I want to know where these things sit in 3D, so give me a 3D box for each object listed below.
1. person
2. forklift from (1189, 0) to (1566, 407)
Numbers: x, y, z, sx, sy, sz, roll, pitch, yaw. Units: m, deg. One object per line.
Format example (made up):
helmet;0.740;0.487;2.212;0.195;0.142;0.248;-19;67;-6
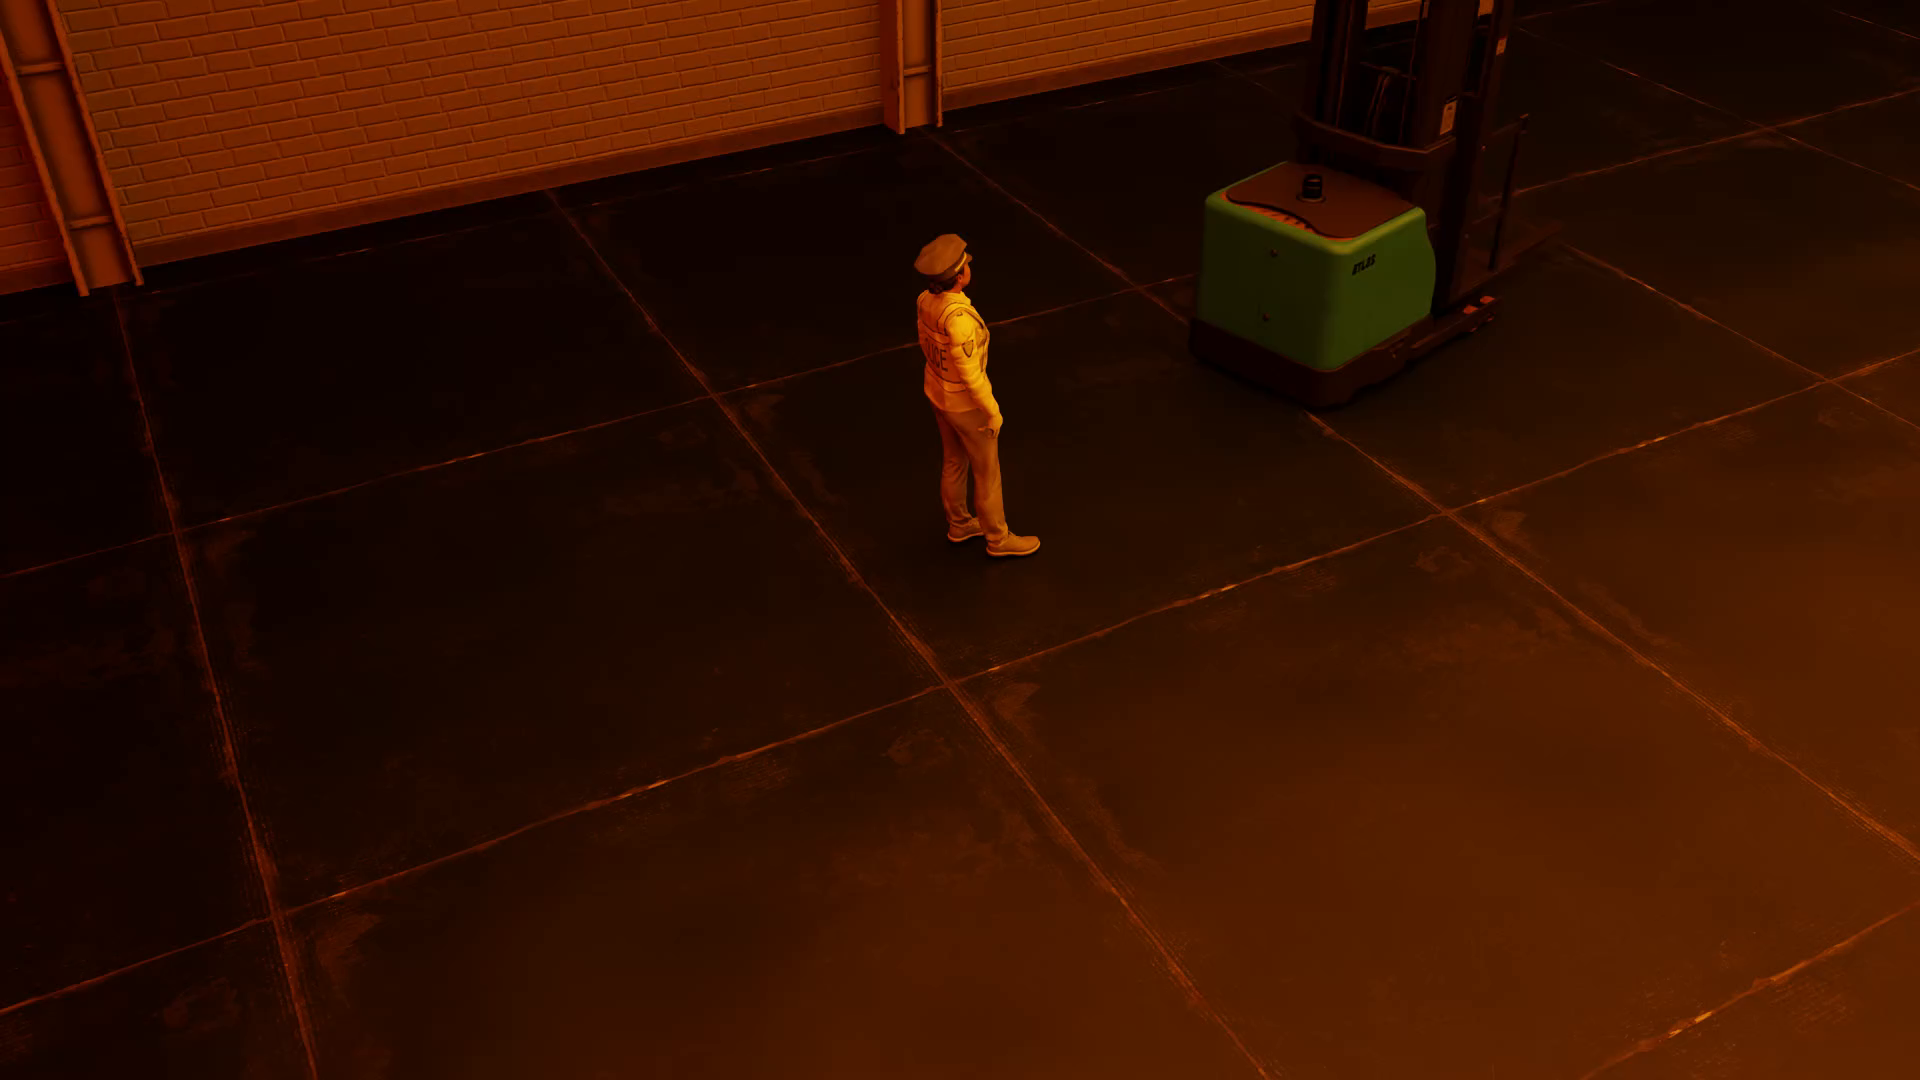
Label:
person;0.062;-0.713;8.190;0.533;1.696;0.588;-17;39;-23
forklift;2.812;-2.703;9.947;3.031;2.935;1.130;-29;45;-35
